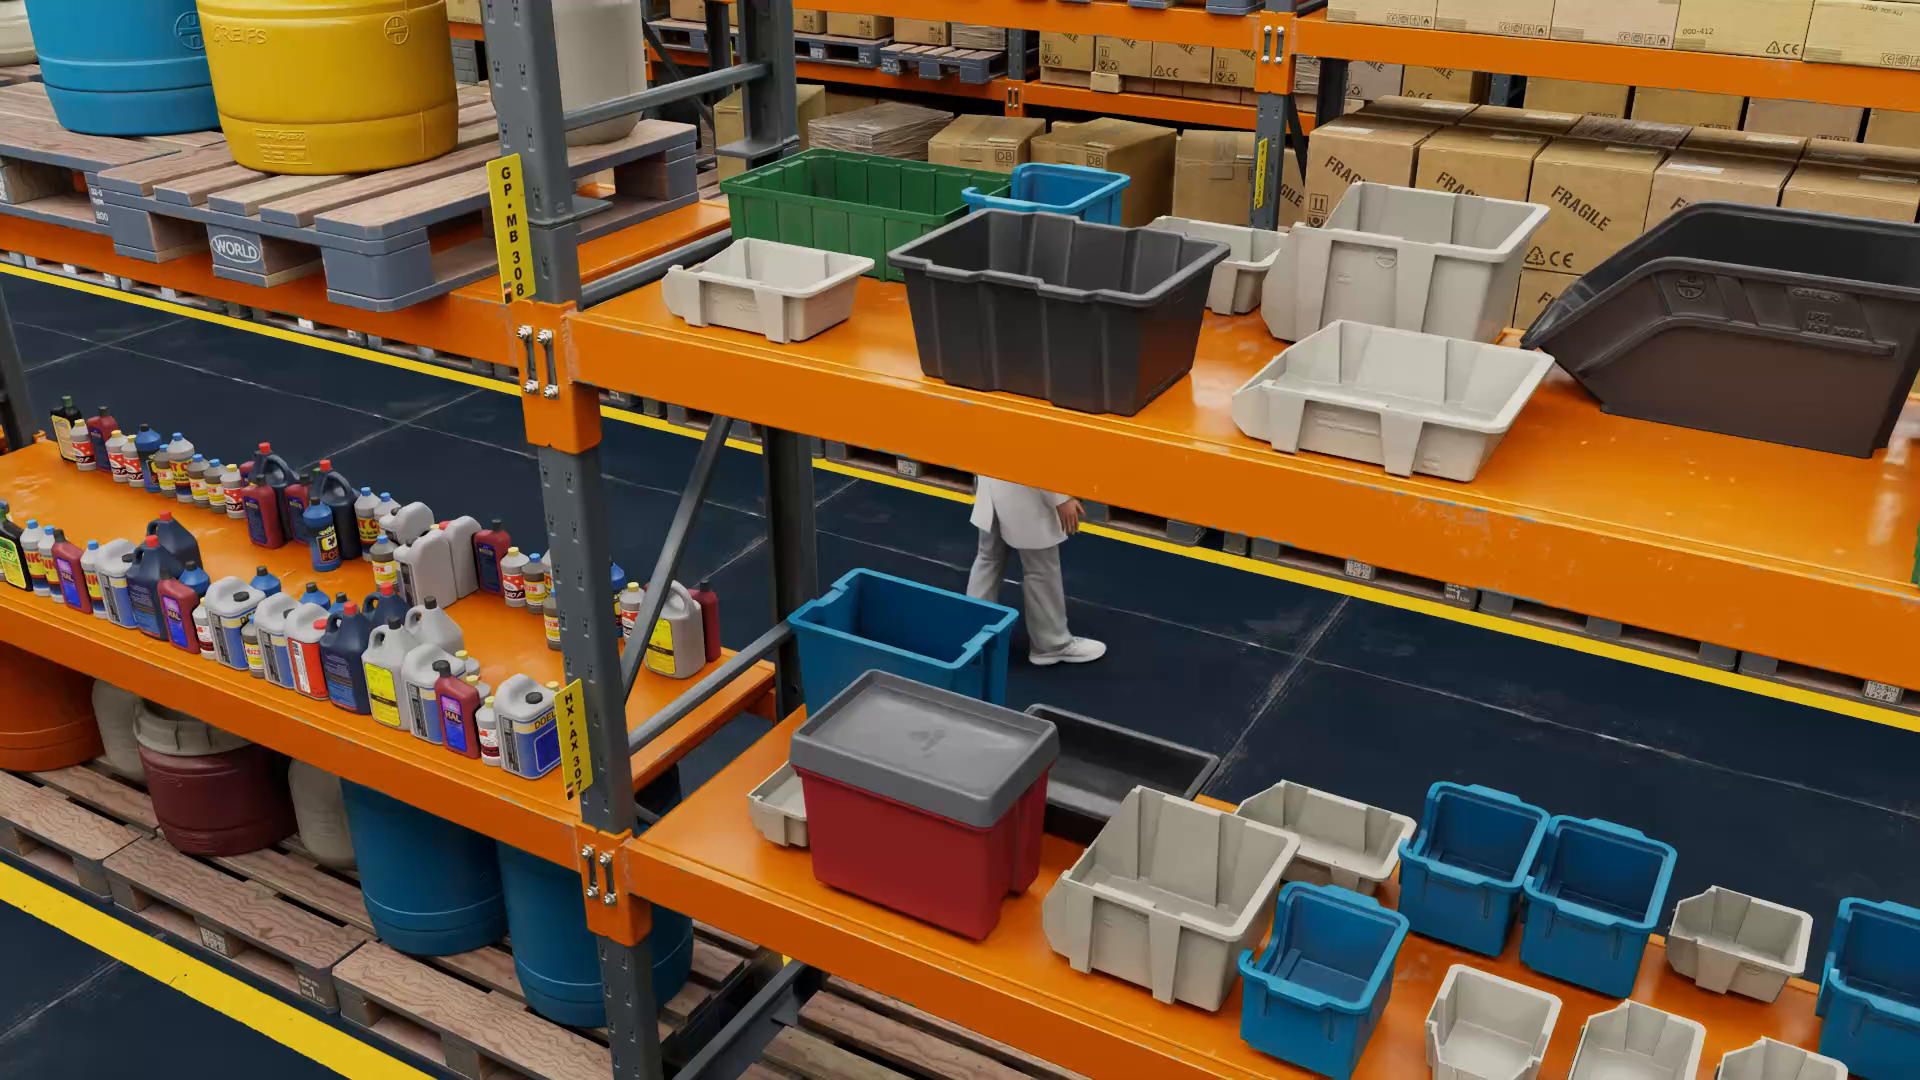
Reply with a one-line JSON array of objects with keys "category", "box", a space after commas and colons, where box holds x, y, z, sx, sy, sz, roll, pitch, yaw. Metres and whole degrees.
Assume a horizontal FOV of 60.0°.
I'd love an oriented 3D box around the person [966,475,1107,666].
[{"category": "person", "box": [0.317, -0.247, 7.622, 0.665, 1.776, 0.658, -13, 29, -25]}]
